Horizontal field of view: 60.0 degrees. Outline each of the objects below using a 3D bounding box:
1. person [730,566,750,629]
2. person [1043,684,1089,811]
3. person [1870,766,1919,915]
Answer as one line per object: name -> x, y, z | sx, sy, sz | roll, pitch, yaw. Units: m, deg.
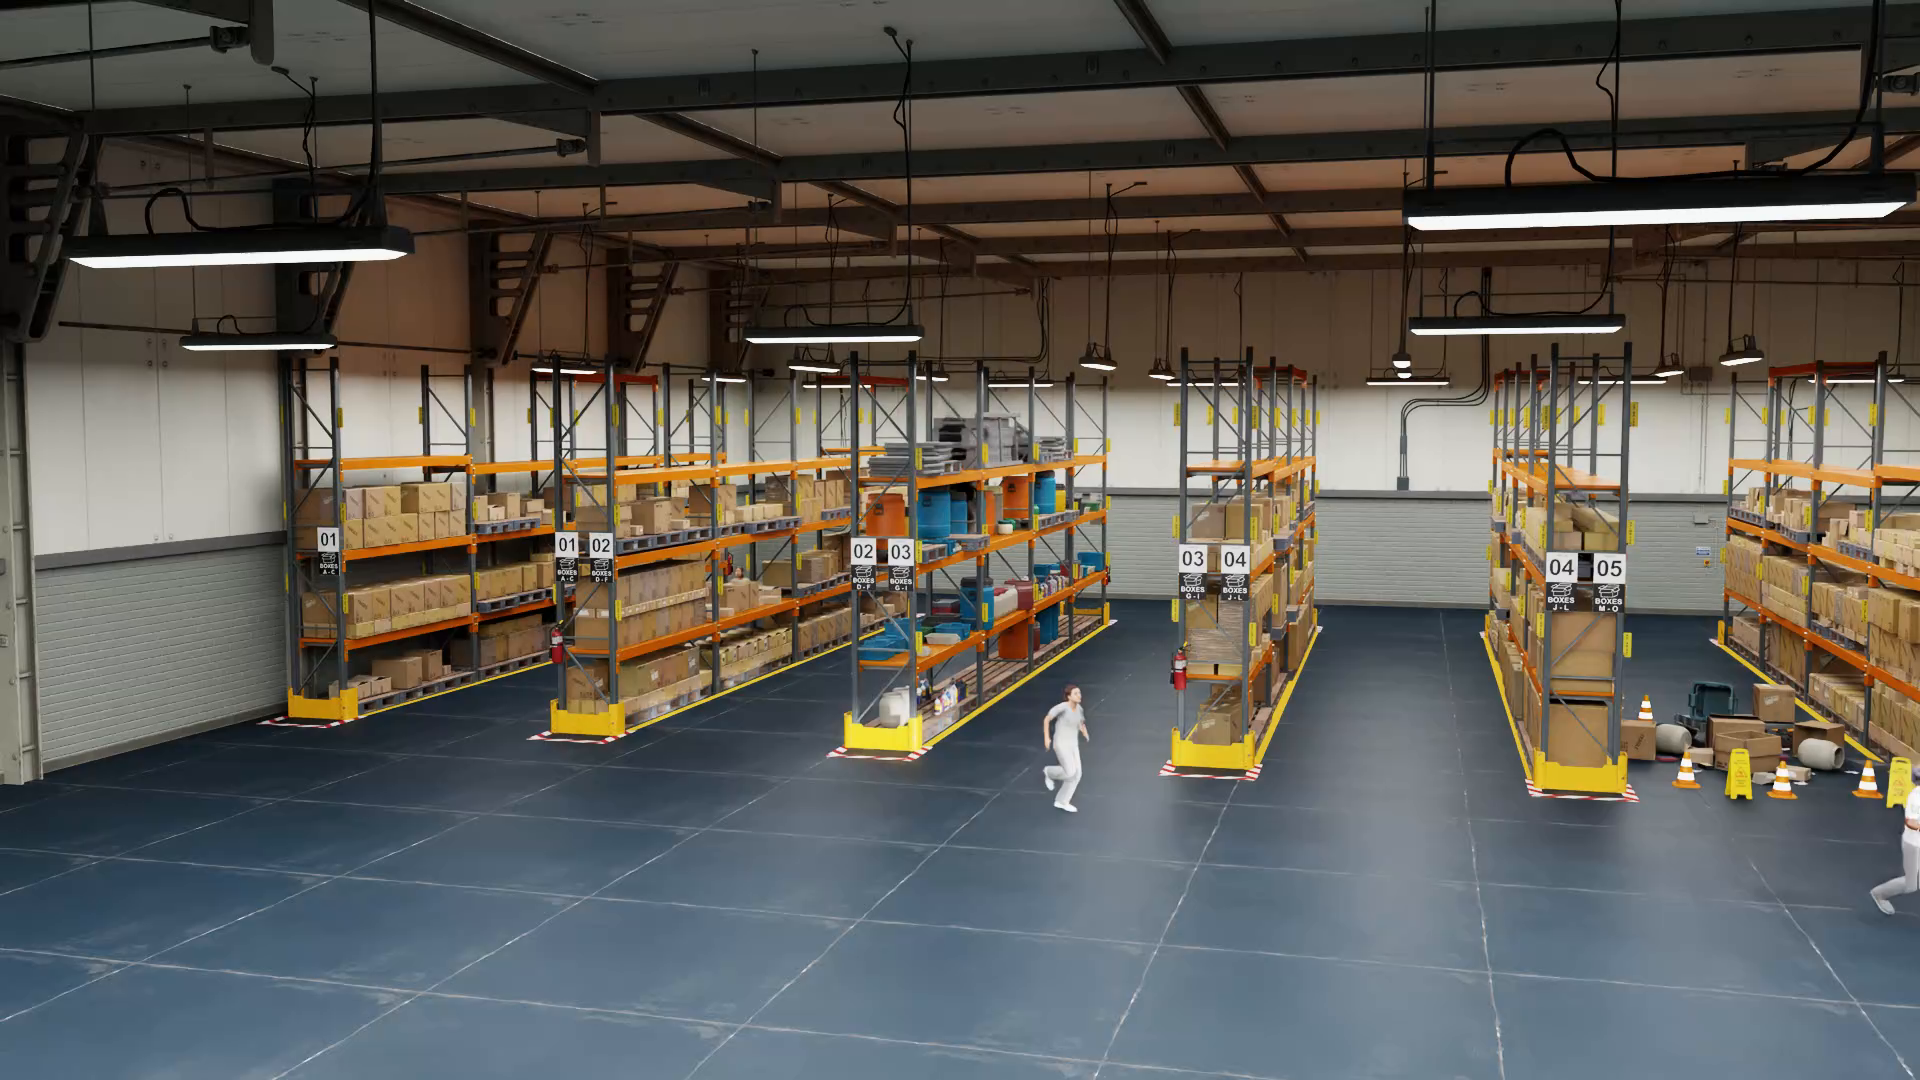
person -> -4.908, 1.440, 37.014 | 0.562, 1.714, 0.728 | 1, 4, 14
person -> 1.354, 2.650, 21.307 | 0.600, 1.620, 0.662 | -4, 6, -41
person -> 9.339, 2.991, 16.205 | 0.609, 1.742, 0.894 | -3, 5, -31
